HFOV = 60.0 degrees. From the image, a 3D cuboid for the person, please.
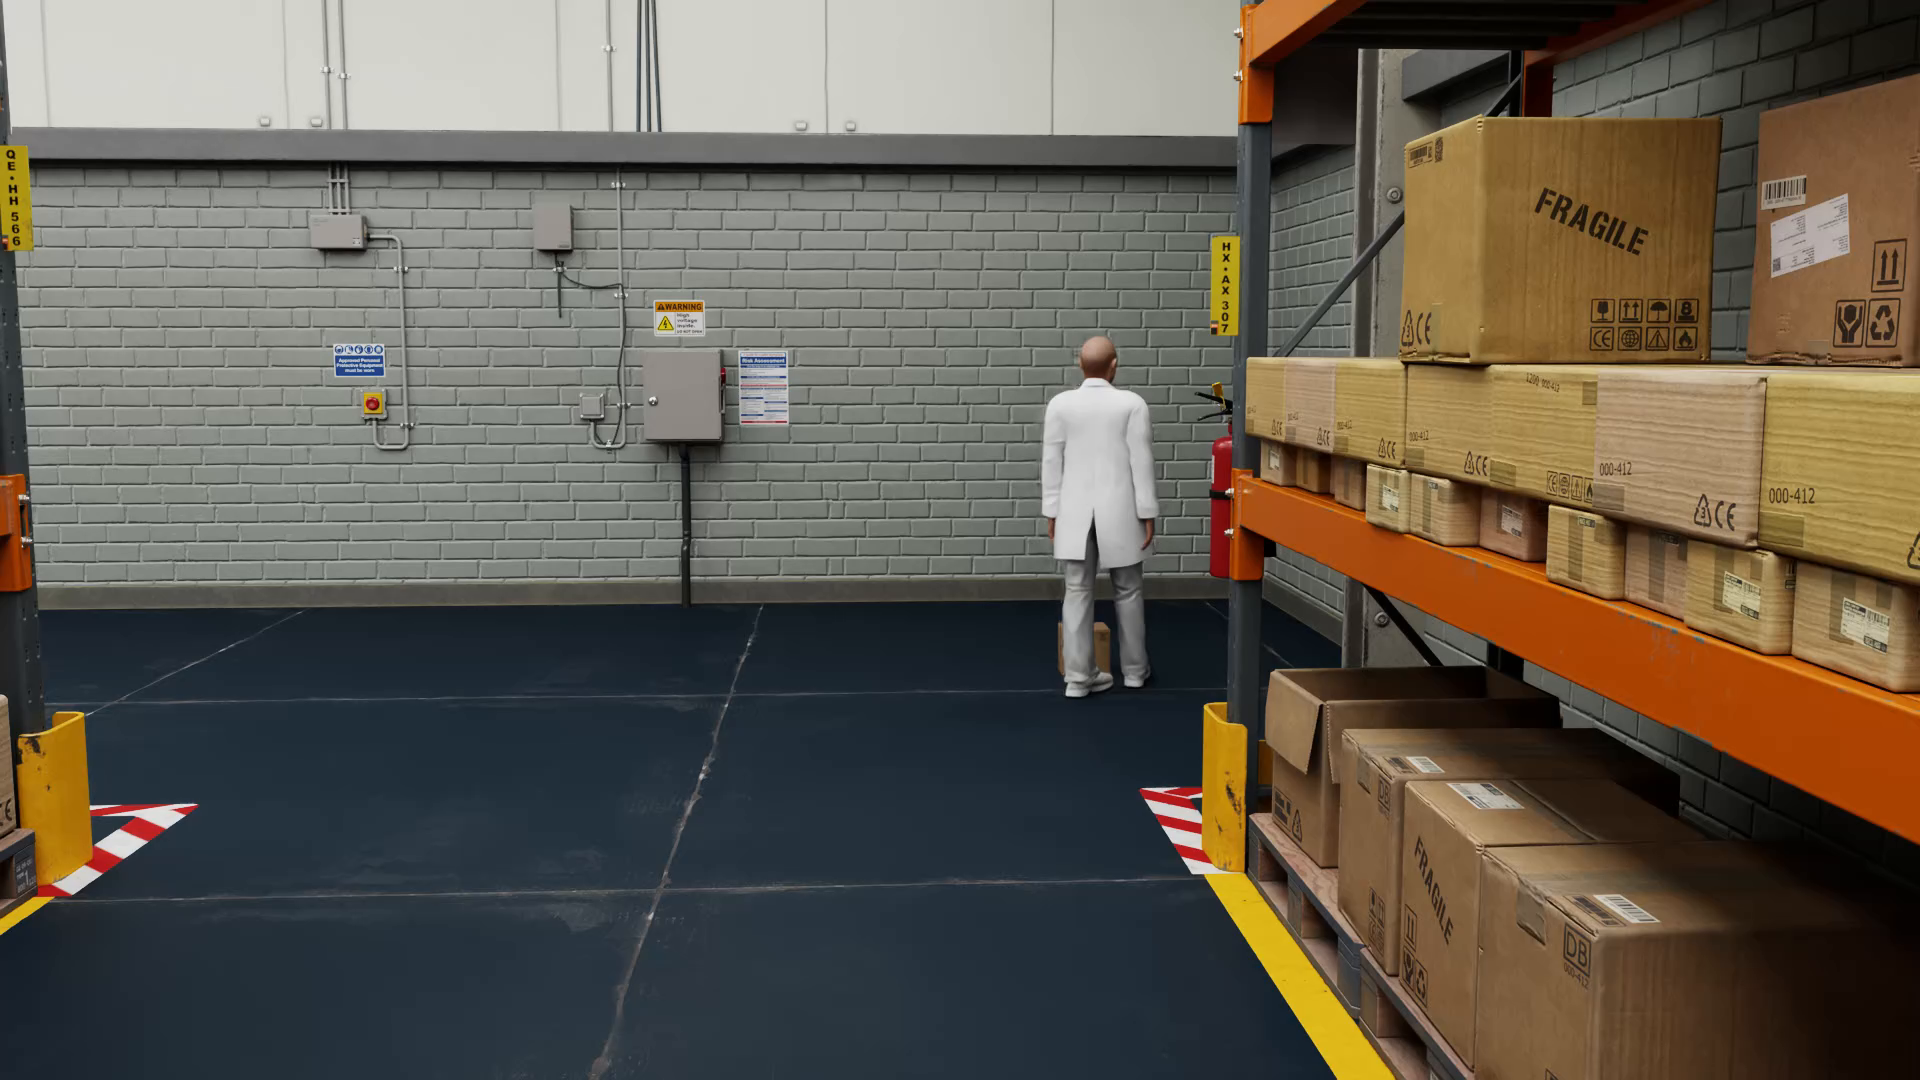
[{"bbox_3d":[0.730,-0.133,8.386,0.593,1.774,0.667,2,7,13],"label":"person"}]
